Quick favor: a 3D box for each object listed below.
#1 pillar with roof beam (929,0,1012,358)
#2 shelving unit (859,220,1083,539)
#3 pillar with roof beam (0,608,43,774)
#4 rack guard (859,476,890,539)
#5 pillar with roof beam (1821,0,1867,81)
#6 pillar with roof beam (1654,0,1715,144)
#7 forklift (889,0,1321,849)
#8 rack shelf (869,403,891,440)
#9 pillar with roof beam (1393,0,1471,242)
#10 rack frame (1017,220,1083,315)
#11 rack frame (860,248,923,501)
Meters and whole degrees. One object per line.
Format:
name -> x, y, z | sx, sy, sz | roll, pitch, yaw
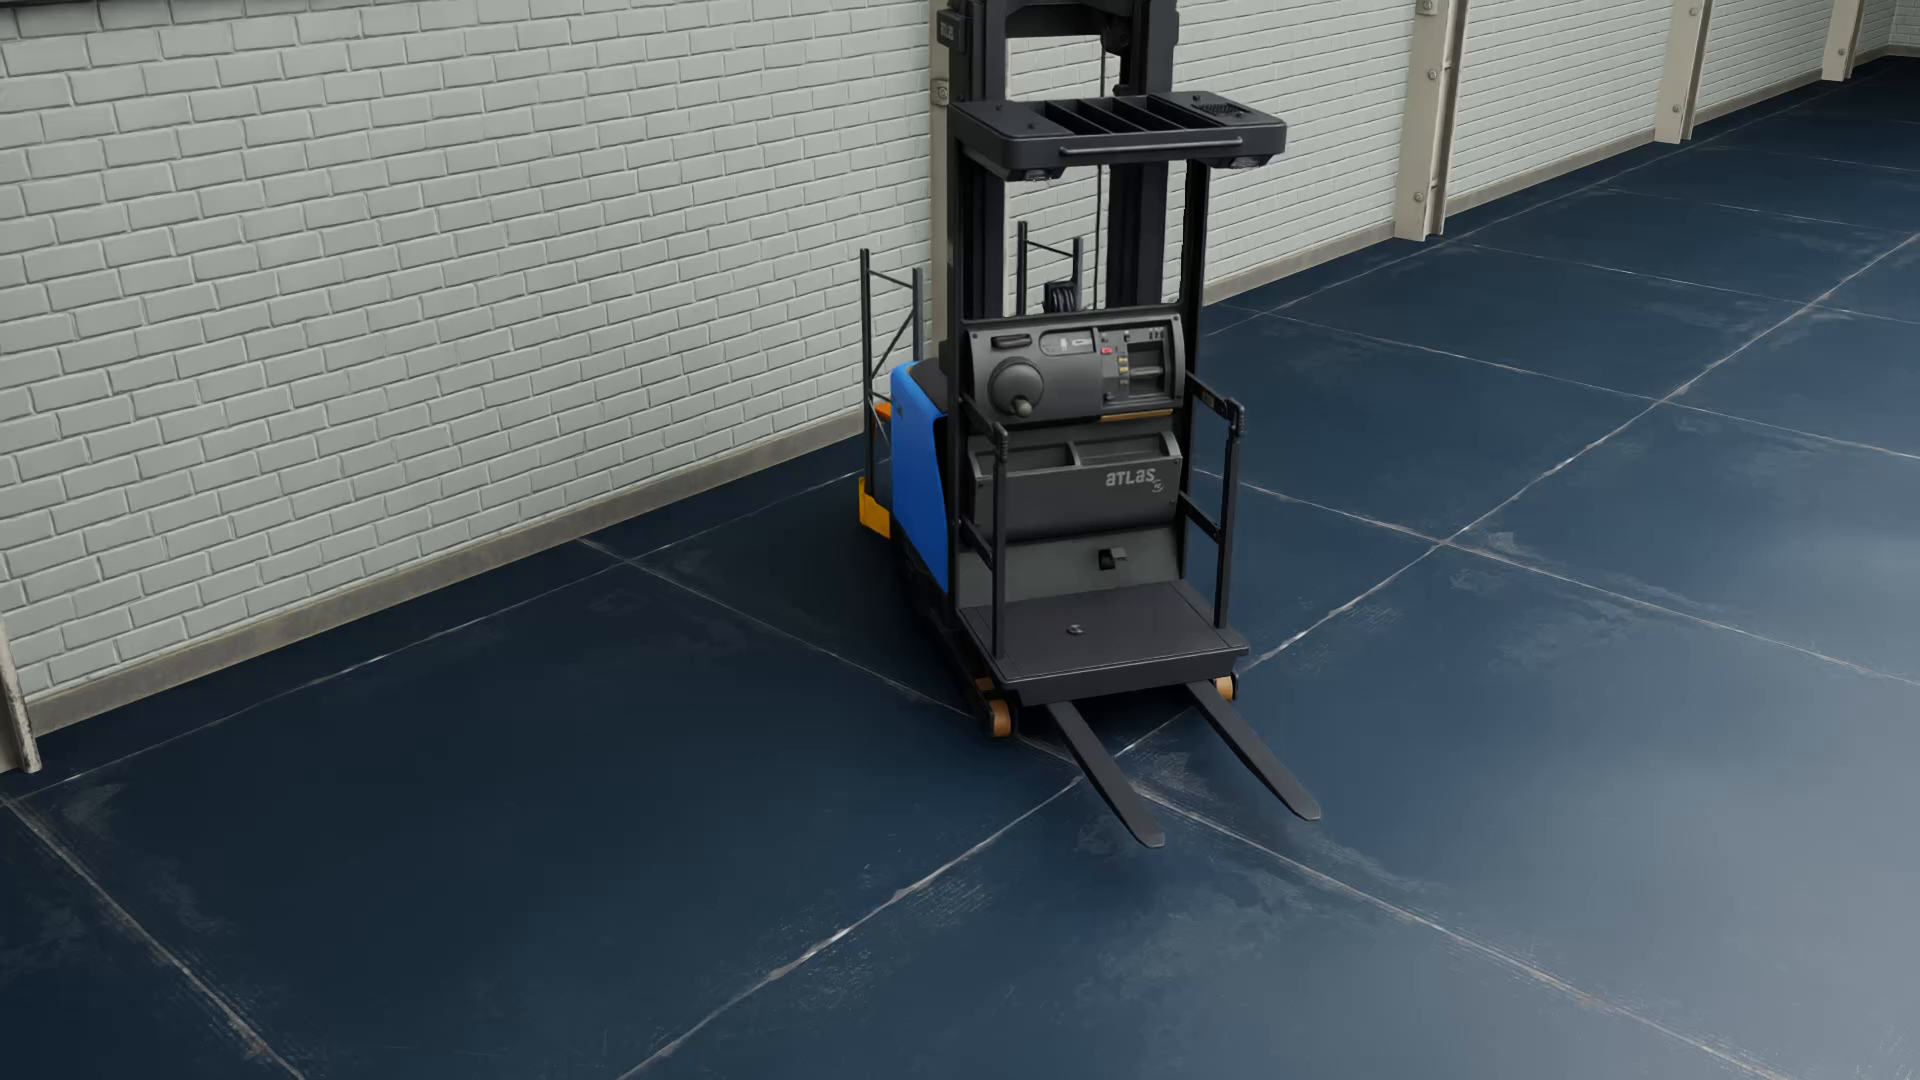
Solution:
pillar with roof beam -> 3.270, -3.820, 6.271 | 9.100, 9.000, 0.400 | 20, 31, 38
shelving unit -> 0.058, -0.822, 8.749 | 1.083, 1.500, 0.587 | -17, 29, -33
pillar with roof beam -> -0.735, -1.992, 2.194 | 9.100, 9.000, 0.400 | 20, 31, 38
rack guard -> -0.340, -0.129, 8.733 | 0.087, 0.250, 0.587 | -17, 29, -33
pillar with roof beam -> 15.283, -9.304, 18.502 | 9.100, 9.000, 0.400 | 20, 31, 38
pillar with roof beam -> 11.279, -7.476, 14.425 | 9.100, 9.000, 0.400 | 20, 31, 38
forklift -> 0.553, -0.691, 6.710 | 1.130, 2.935, 3.031 | -7, 25, -15
rack shelf -> 0.066, -0.660, 8.828 | 1.000, 0.185, 0.538 | -17, 29, -33
pillar with roof beam -> 7.274, -5.648, 10.348 | 9.100, 9.000, 0.400 | 20, 31, 38
rack frame -> 0.473, -0.948, 9.032 | 0.032, 1.500, 0.500 | -17, 29, -33
rack frame -> -0.341, -0.699, 8.477 | 0.032, 1.500, 0.500 | -17, 29, -33
